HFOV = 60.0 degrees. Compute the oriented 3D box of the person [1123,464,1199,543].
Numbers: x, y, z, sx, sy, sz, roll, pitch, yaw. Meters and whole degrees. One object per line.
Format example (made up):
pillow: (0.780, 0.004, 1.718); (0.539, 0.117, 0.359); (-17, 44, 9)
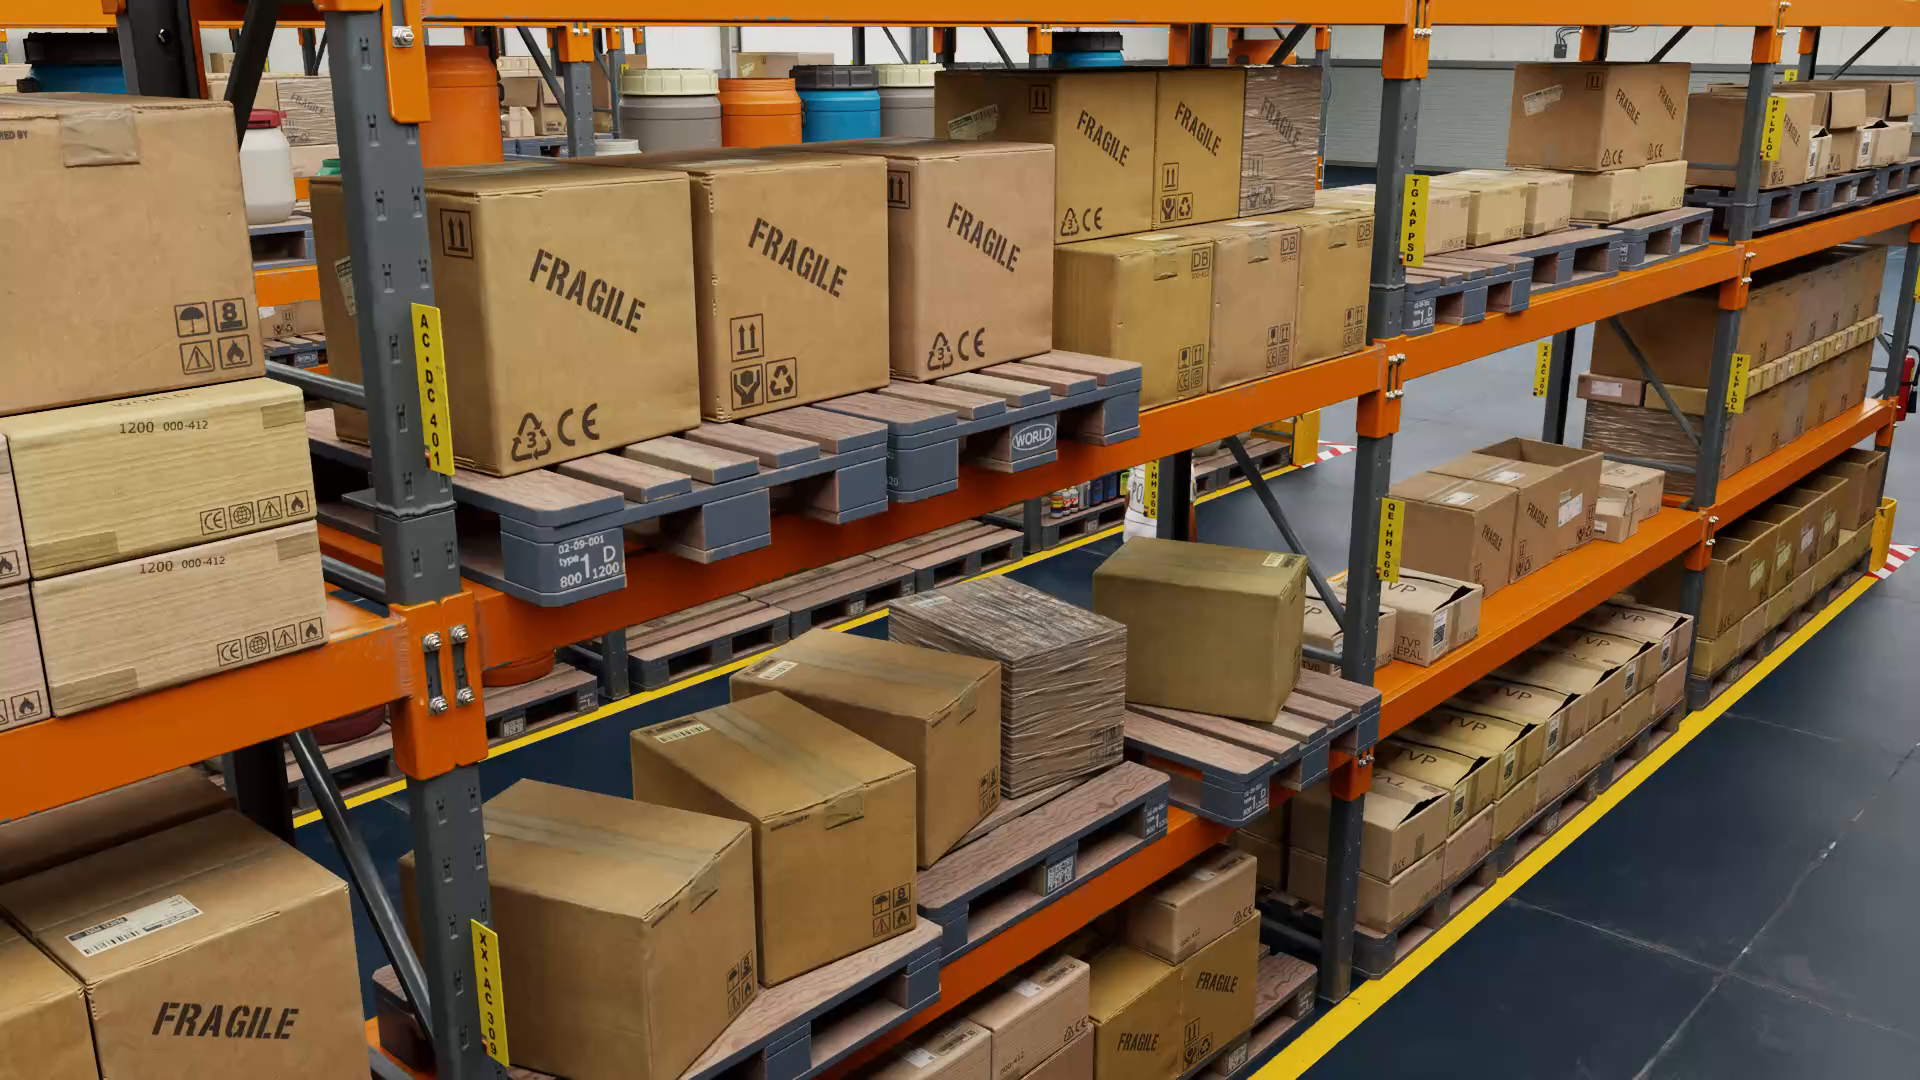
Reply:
person: (1.289, 0.012, 10.493); (0.539, 1.667, 0.466); (15, 22, 40)
